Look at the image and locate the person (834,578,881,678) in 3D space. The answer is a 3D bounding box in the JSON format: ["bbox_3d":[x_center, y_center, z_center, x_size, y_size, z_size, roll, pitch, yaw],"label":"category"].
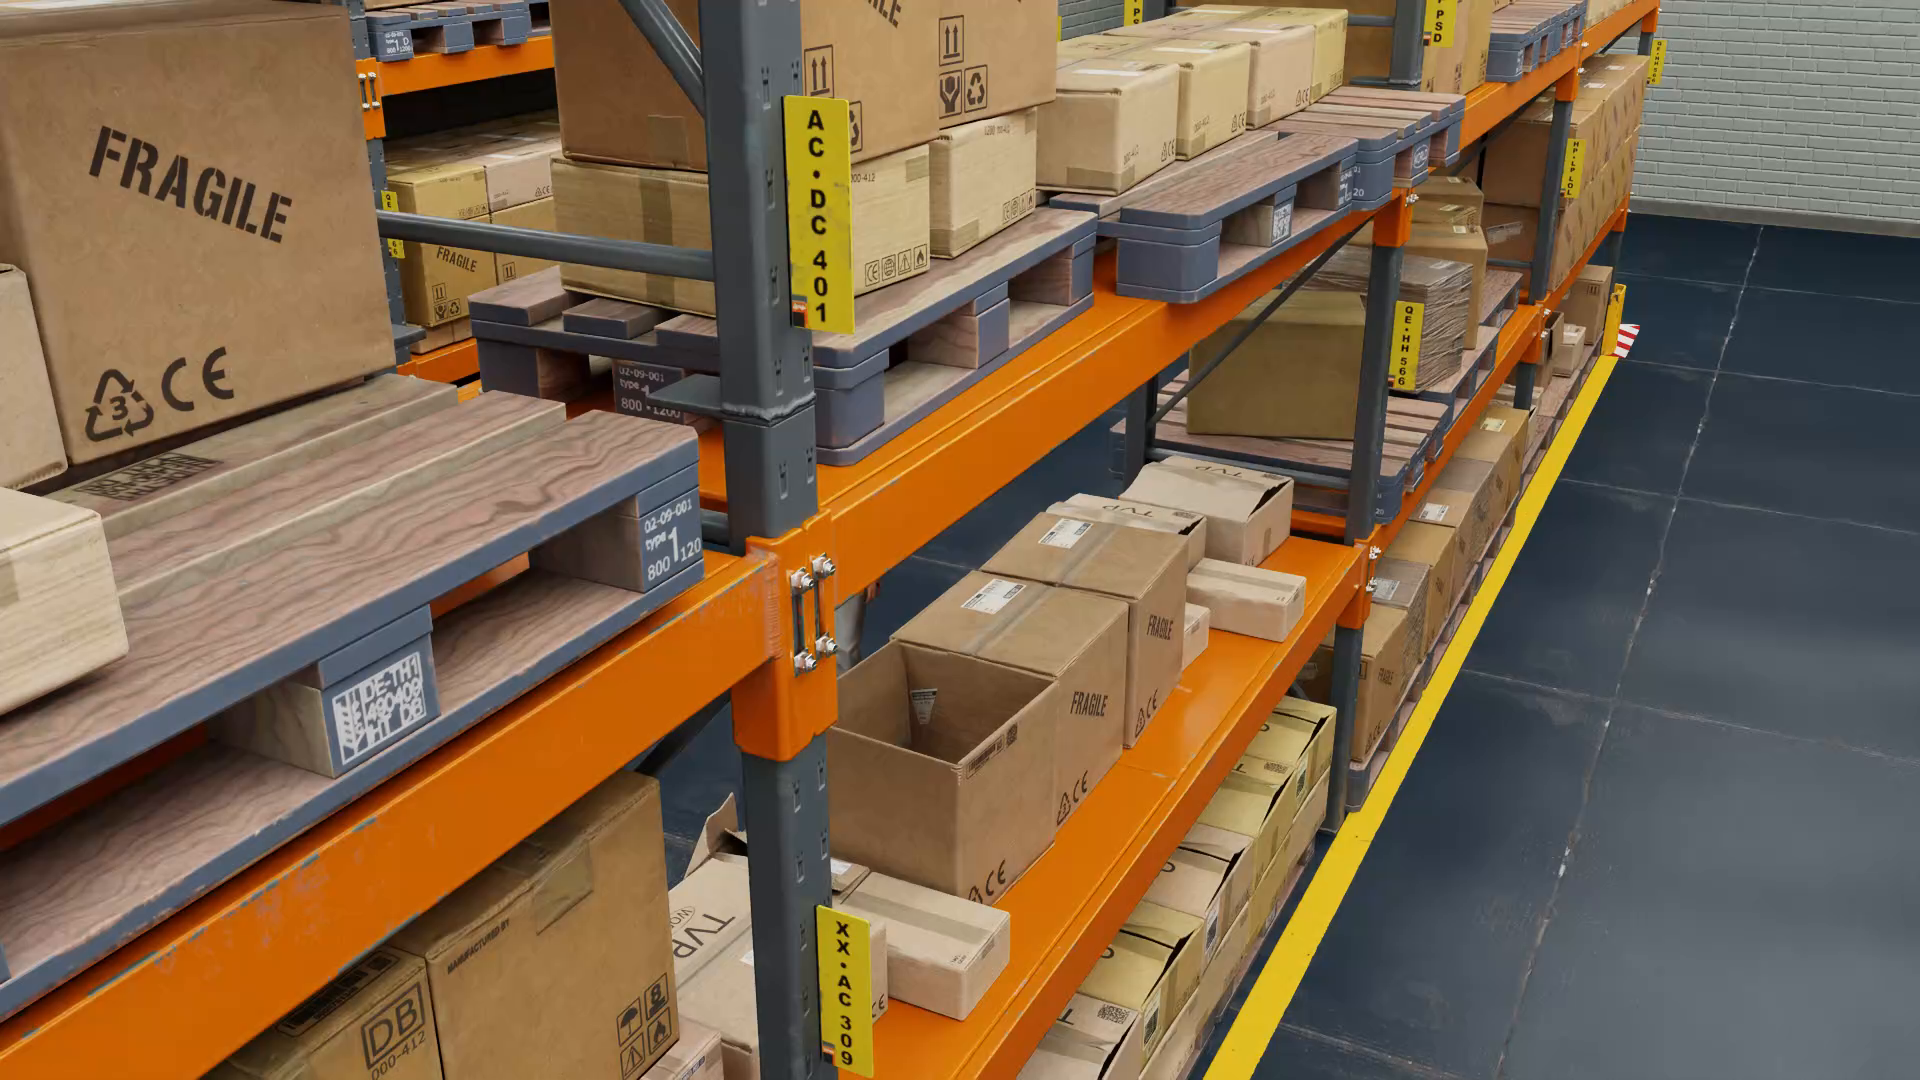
[{"bbox_3d":[-0.584,0.130,7.288,0.514,1.671,0.415,10,25,21],"label":"person"}]
